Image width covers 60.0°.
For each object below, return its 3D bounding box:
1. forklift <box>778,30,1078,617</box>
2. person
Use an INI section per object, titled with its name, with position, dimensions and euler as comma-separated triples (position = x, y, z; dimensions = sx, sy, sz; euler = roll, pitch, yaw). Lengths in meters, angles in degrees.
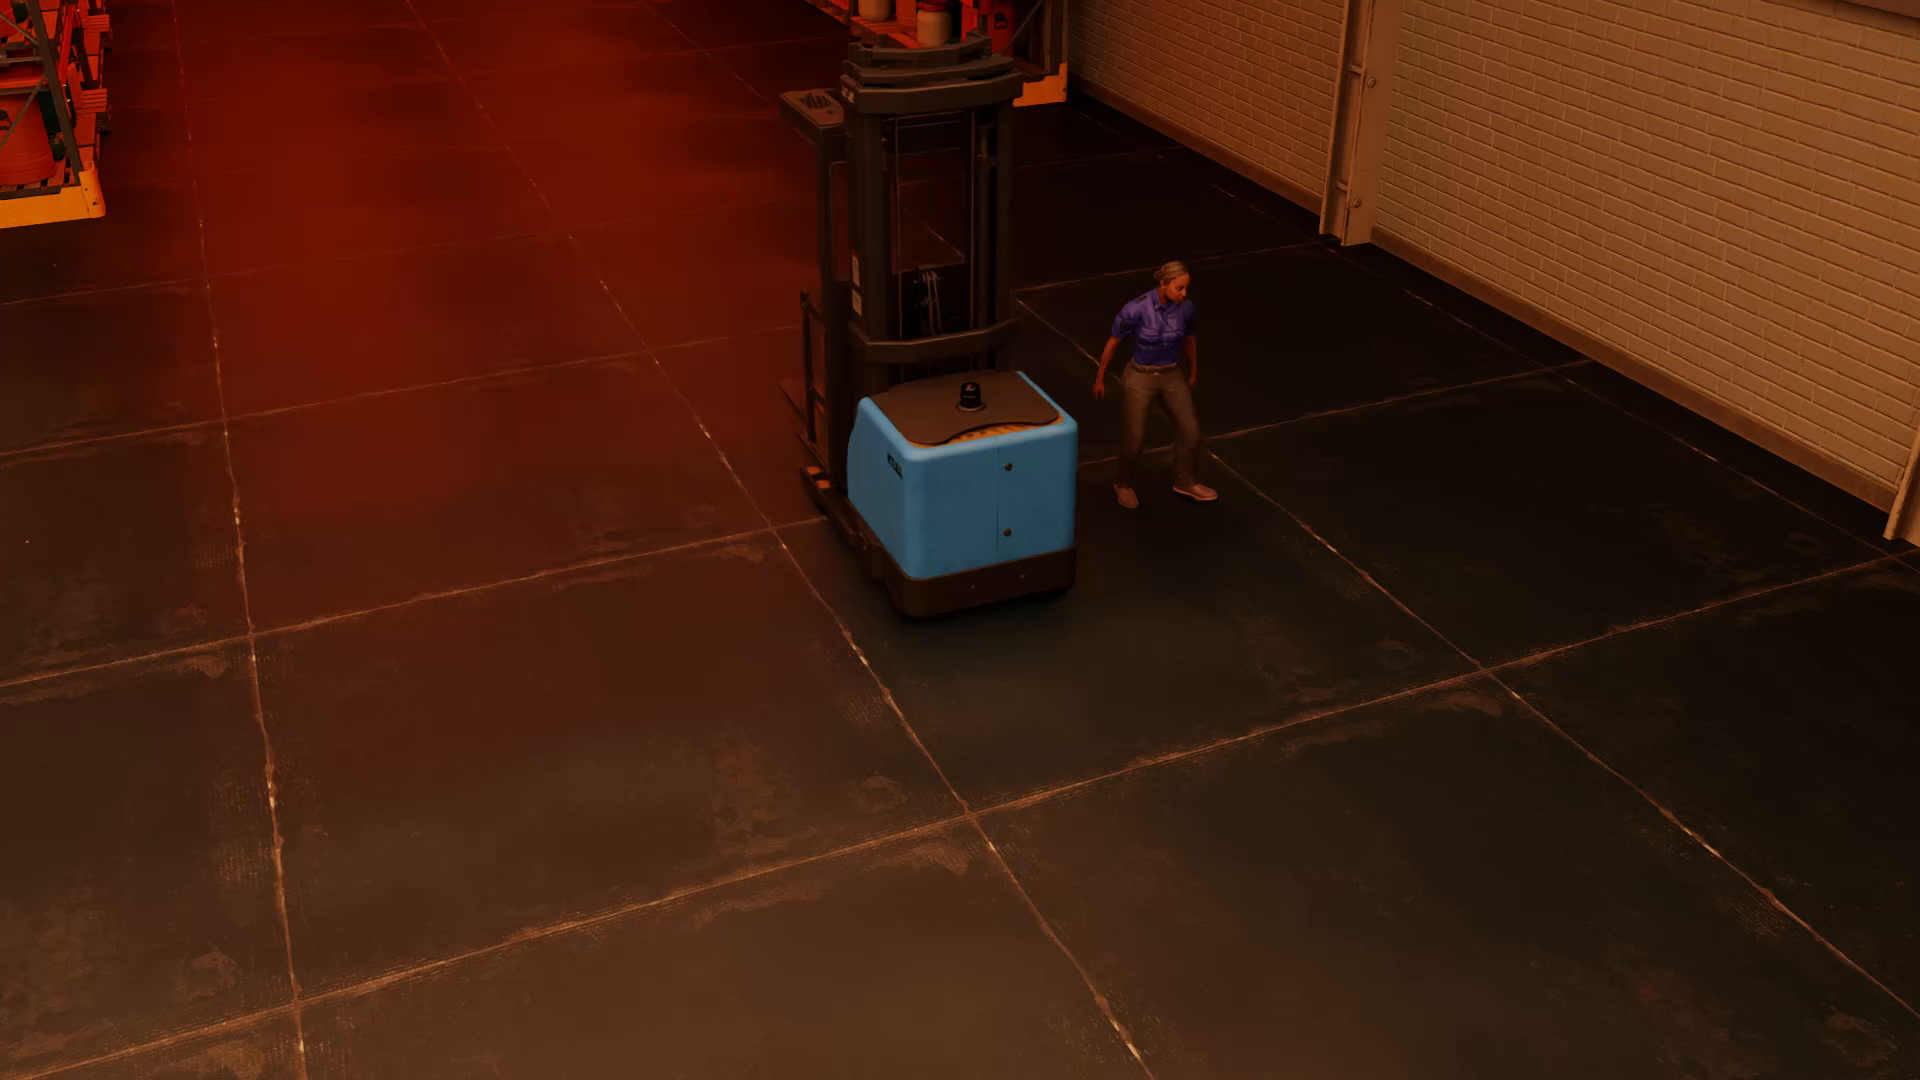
[forklift]
position = -0.372, -1.560, 9.848
dimensions = 1.130, 2.935, 3.031
euler = -12, 32, -19
[person]
position = 1.210, -0.961, 10.141
dimensions = 0.793, 1.628, 0.391
euler = -8, 31, -14
